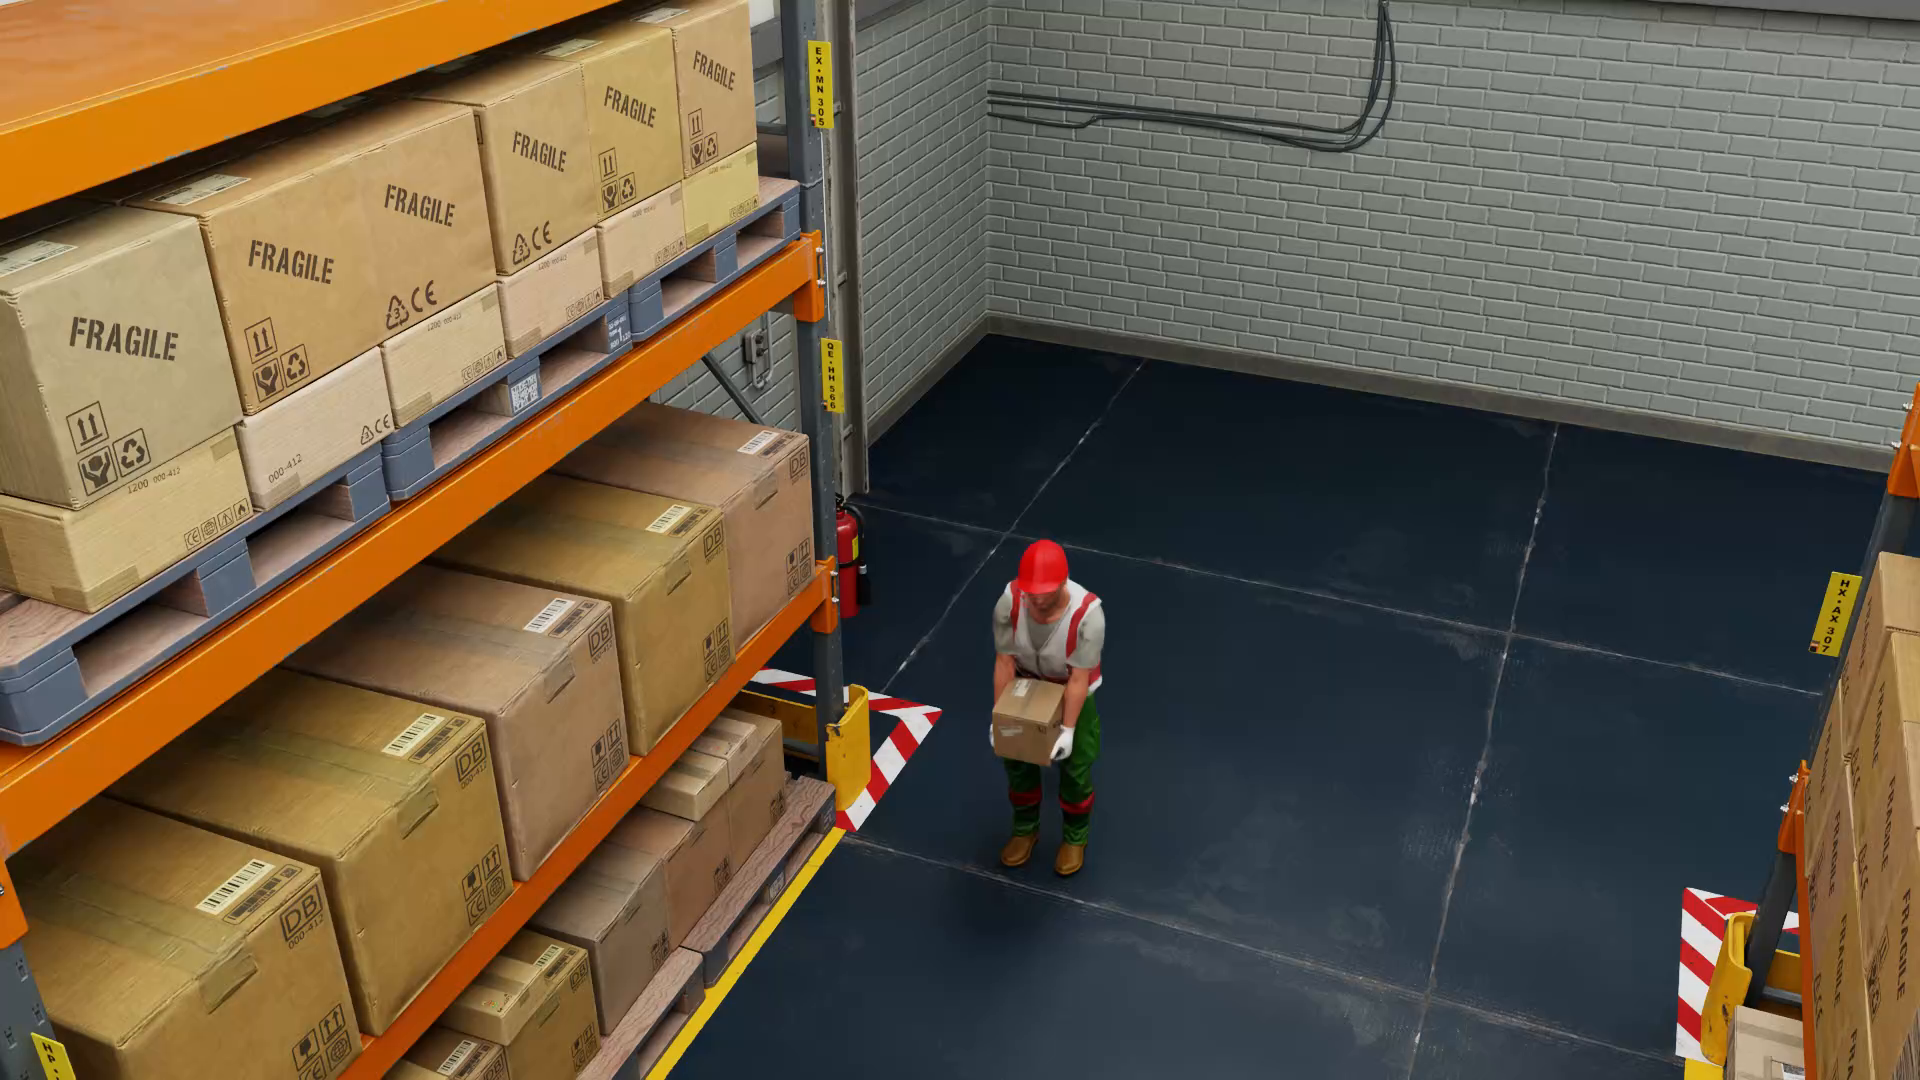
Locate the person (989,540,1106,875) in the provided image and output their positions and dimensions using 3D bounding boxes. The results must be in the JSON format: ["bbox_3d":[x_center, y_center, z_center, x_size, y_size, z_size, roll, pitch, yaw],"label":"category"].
[{"bbox_3d":[0.380,0.709,7.179,0.481,1.726,0.598,11,31,18],"label":"person"}]
